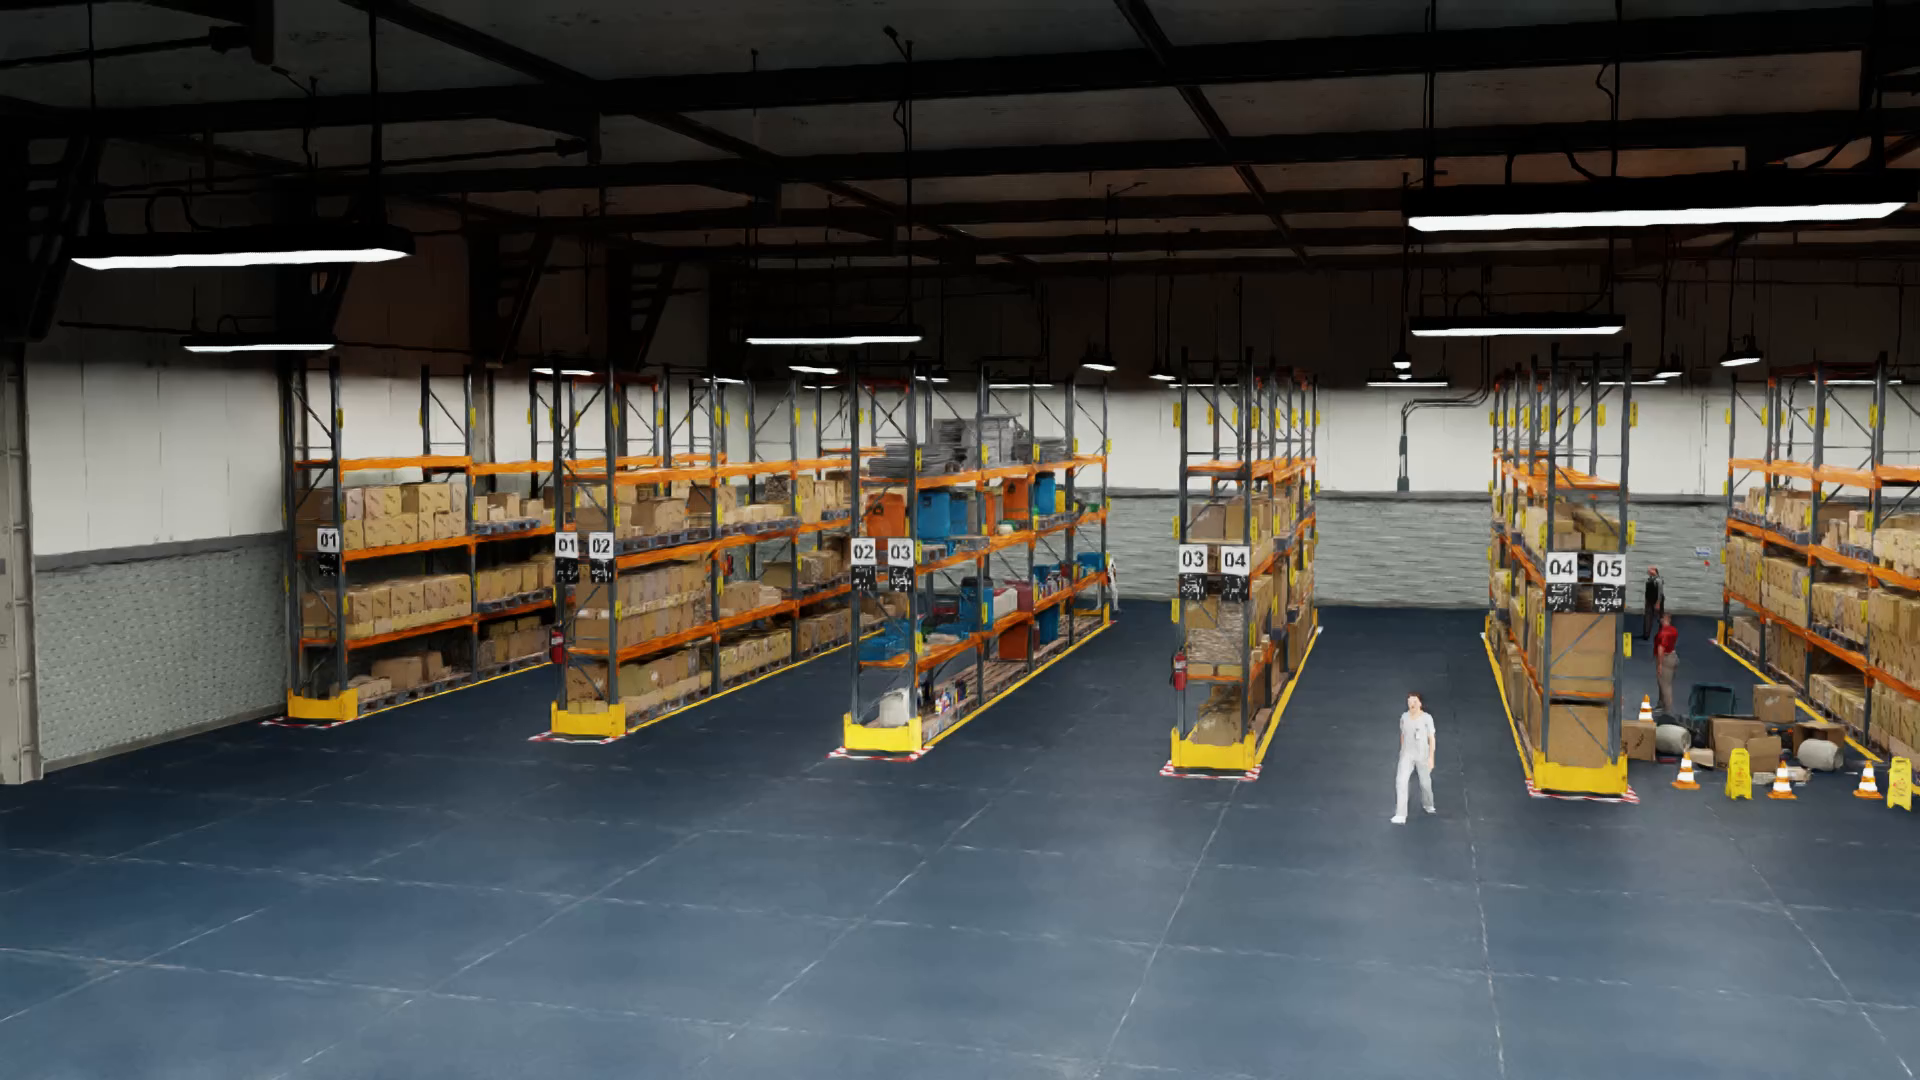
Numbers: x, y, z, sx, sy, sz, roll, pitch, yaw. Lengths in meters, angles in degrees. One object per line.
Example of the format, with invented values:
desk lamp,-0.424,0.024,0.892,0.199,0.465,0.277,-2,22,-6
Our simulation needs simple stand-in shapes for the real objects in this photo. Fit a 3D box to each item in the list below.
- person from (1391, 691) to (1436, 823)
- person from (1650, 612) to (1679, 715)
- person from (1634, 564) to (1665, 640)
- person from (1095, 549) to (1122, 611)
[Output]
person,5.680,2.672,20.654,0.463,1.620,0.924,3,5,31
person,11.832,2.071,28.033,0.588,1.731,0.495,-4,6,-44
person,15.593,1.404,37.428,0.624,1.714,0.635,0,4,-5
person,3.817,1.032,43.151,0.655,1.607,0.767,0,4,-6
